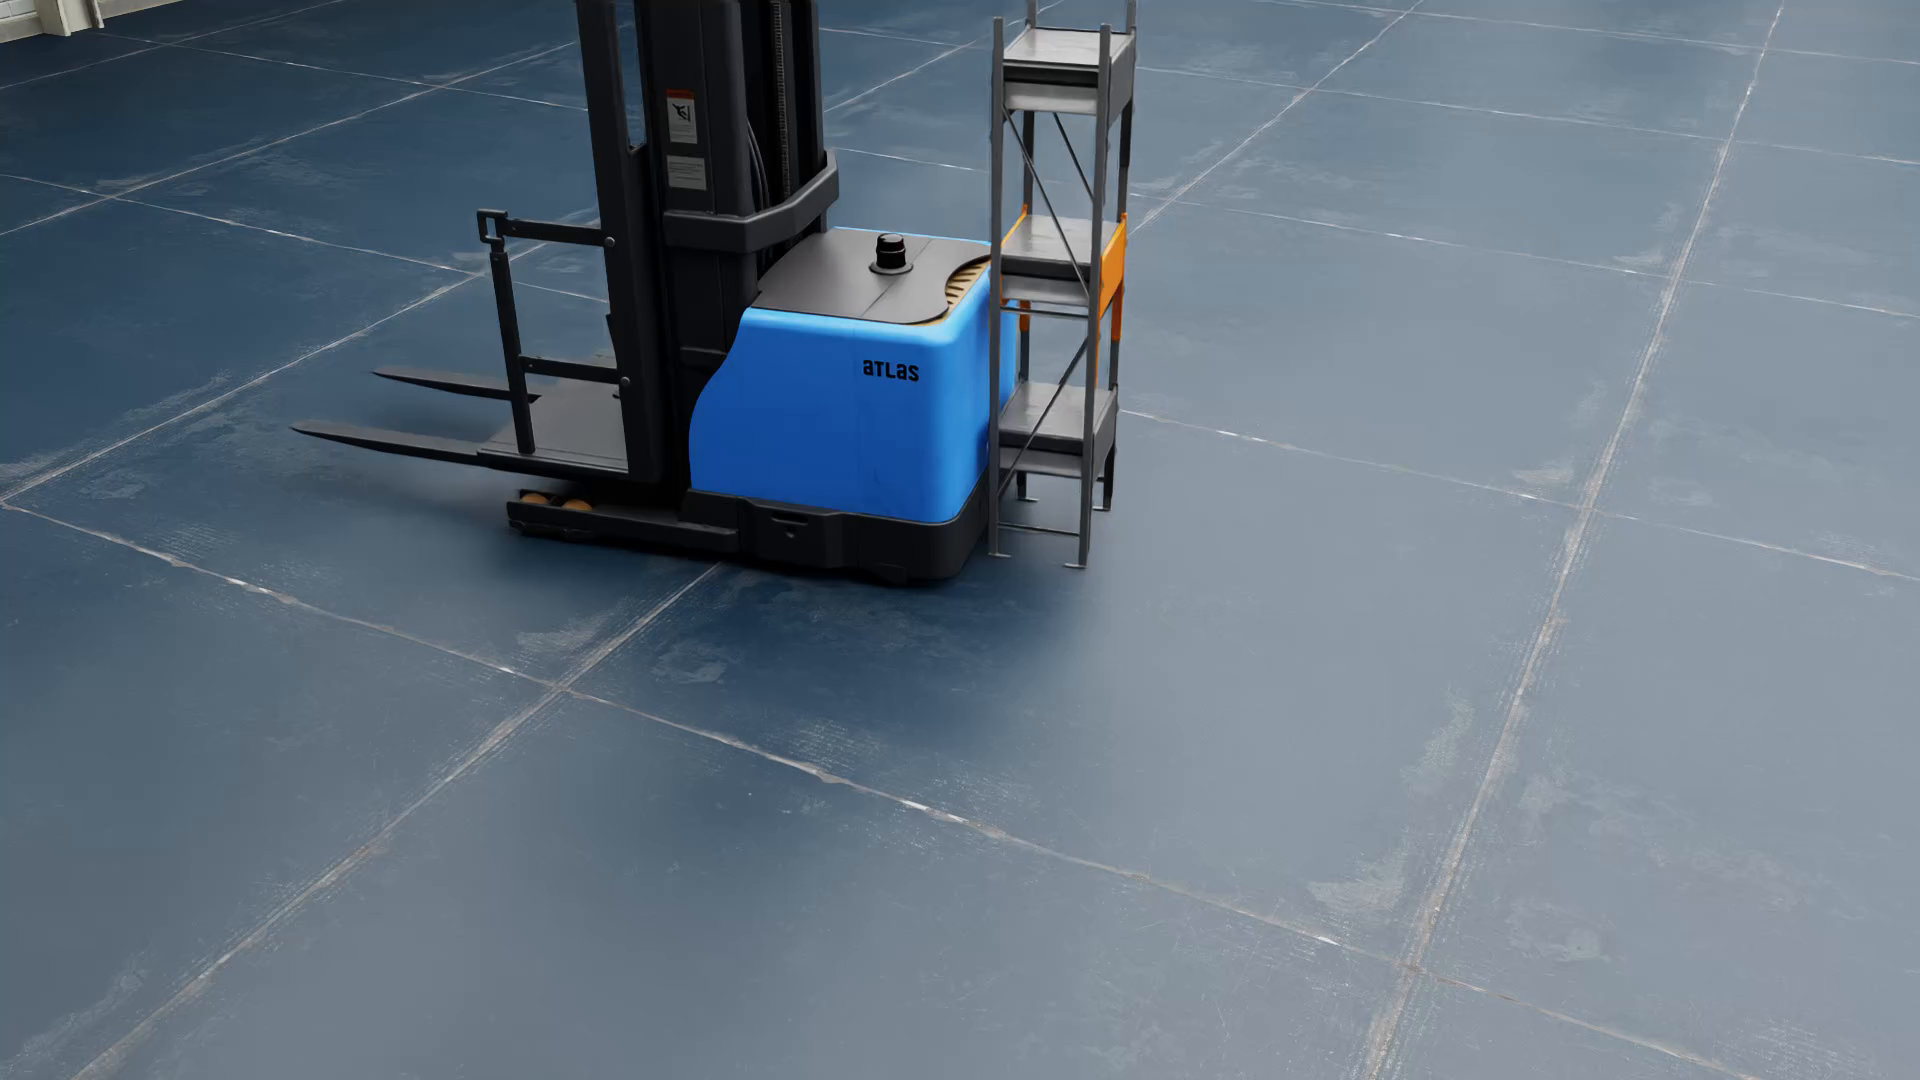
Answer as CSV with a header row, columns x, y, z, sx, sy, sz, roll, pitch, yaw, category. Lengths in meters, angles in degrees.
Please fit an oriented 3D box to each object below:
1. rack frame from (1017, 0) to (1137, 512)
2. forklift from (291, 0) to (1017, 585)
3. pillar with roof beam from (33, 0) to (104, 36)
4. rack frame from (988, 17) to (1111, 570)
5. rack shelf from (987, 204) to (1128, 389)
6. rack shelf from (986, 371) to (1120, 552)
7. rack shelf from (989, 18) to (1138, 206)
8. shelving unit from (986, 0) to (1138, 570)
x,y,z,sx,sy,sz,roll,pitch,yaw,category
0.438,-1.055,6.479,0.400,2.100,0.015,8,31,13,rack frame
-1.333,-1.507,6.431,3.031,2.935,1.130,8,31,14,forklift
-3.898,-7.375,10.556,9.100,9.000,0.400,14,33,23,pillar with roof beam
0.307,-0.821,6.072,0.400,2.100,0.015,8,31,13,rack frame
0.373,-0.926,6.282,0.431,0.518,0.480,8,31,13,rack shelf
0.373,-0.319,6.631,0.431,0.518,0.480,8,31,13,rack shelf
0.373,-1.534,5.934,0.431,0.518,0.480,8,31,13,rack shelf
0.373,-0.938,6.275,0.431,2.100,0.503,8,31,13,shelving unit
